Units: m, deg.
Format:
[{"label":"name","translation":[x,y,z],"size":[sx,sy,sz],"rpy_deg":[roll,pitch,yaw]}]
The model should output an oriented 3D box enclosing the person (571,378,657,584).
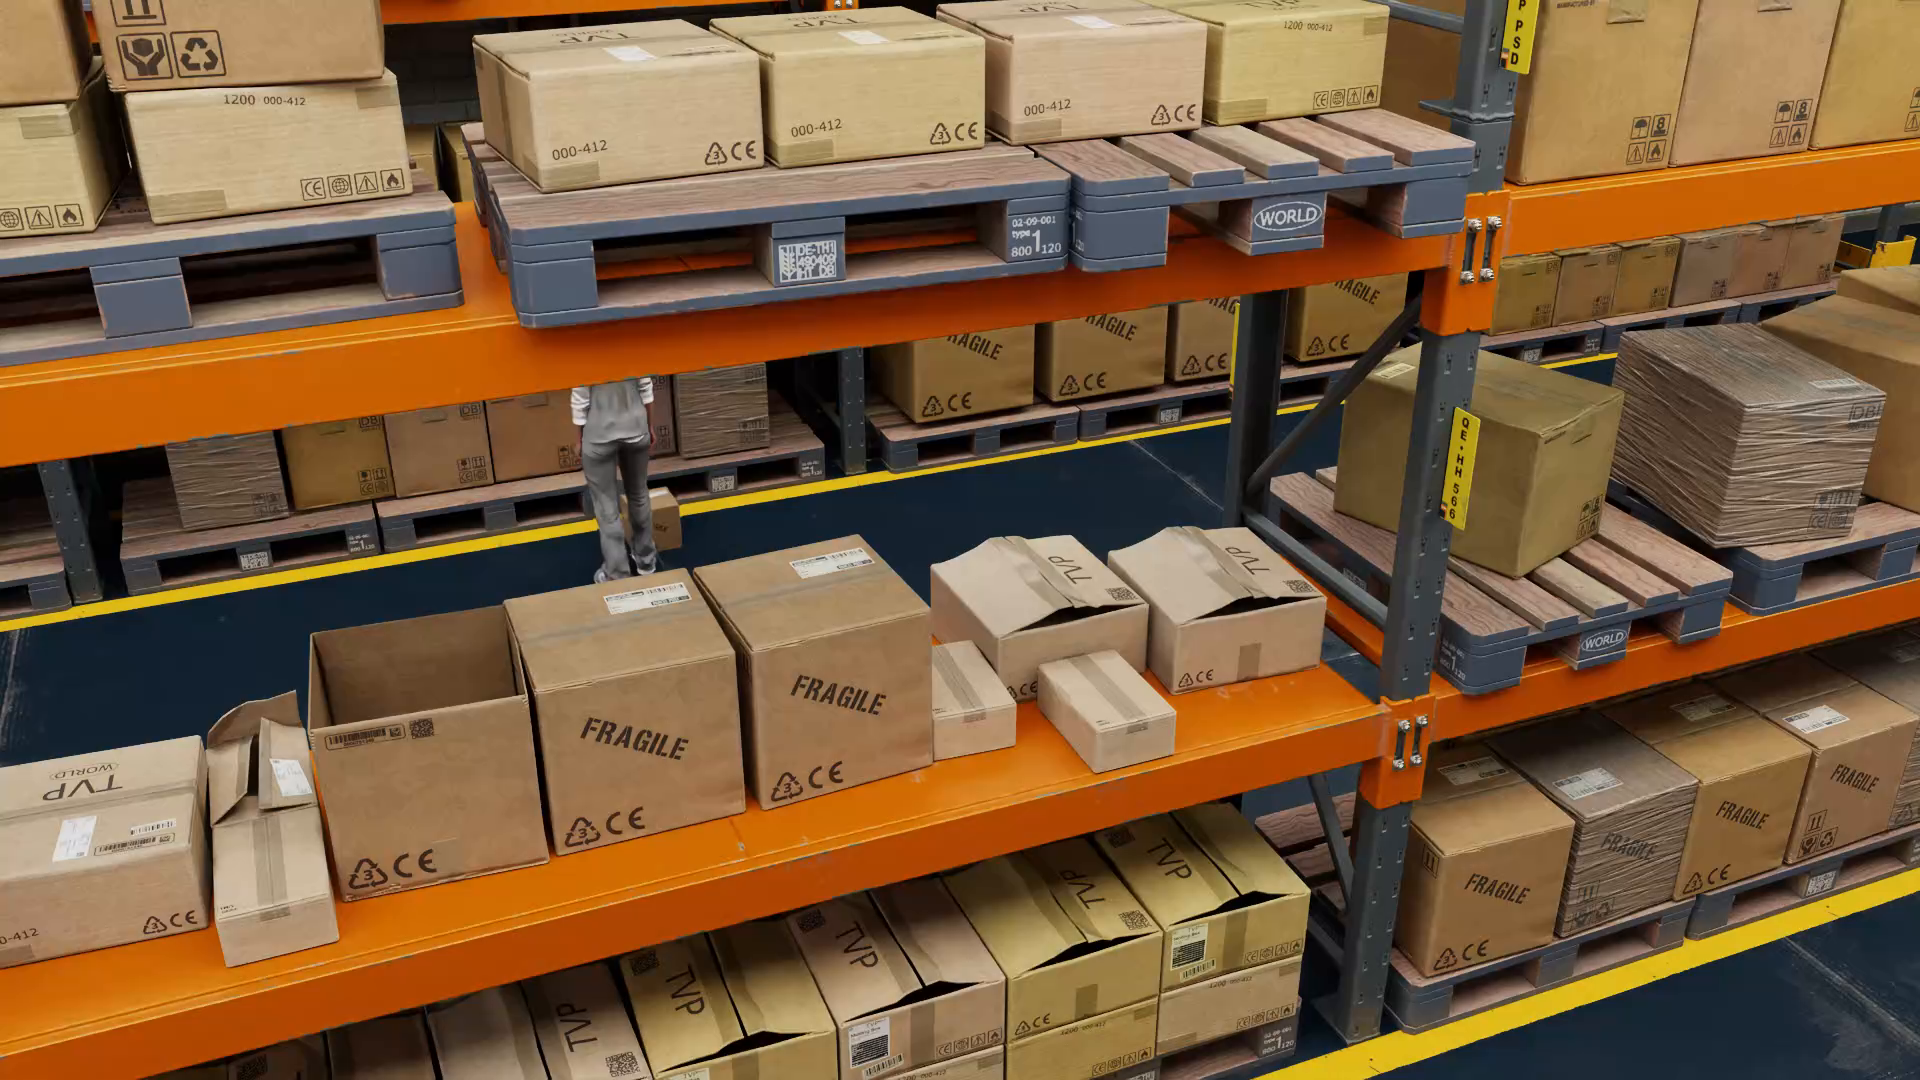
[{"label":"person","translation":[-1.688,-0.520,8.057],"size":[0.413,1.599,0.426],"rpy_deg":[-15,30,-27]}]
